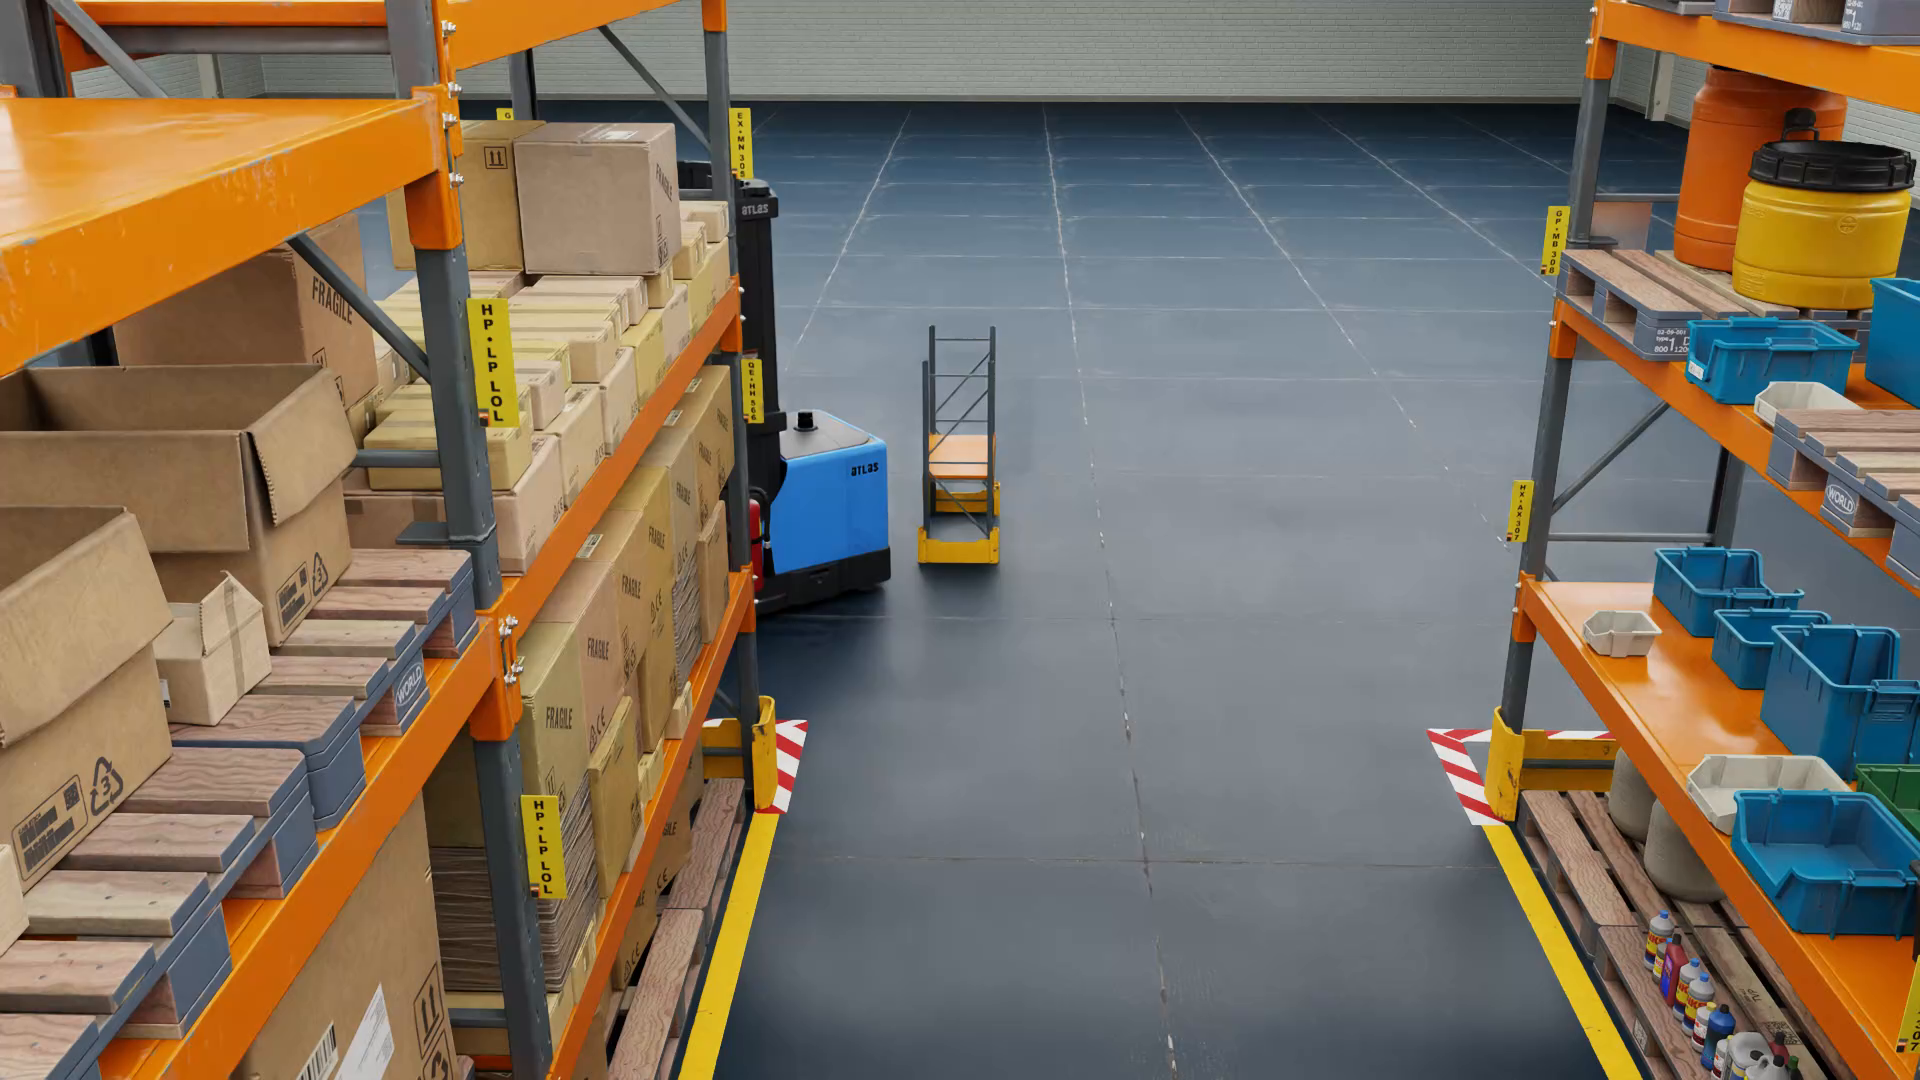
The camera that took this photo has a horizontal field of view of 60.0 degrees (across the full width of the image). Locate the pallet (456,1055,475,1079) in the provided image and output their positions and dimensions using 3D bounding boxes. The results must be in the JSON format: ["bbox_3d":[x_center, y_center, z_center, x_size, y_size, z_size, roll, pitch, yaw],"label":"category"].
[{"bbox_3d":[-1.872,1.749,4.140,1.003,0.211,1.213,1,21,2],"label":"pallet"}]

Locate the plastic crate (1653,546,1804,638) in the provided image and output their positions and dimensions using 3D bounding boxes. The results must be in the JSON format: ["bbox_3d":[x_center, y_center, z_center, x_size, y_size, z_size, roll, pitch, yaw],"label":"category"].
[{"bbox_3d":[3.653,0.246,7.953,0.499,0.251,0.616,1,21,2],"label":"plastic crate"}]

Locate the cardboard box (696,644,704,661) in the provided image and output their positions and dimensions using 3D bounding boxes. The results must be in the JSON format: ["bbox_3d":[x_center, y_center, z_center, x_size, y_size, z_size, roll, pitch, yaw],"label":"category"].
[{"bbox_3d":[-1.371,0.432,7.615,0.380,0.149,0.250,1,21,2],"label":"cardboard box"}]

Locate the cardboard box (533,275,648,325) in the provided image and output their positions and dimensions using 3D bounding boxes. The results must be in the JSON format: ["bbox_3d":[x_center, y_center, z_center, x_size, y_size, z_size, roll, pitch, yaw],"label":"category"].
[{"bbox_3d":[-1.380,-0.903,6.220,0.380,0.149,0.250,0,21,-1],"label":"cardboard box"}]

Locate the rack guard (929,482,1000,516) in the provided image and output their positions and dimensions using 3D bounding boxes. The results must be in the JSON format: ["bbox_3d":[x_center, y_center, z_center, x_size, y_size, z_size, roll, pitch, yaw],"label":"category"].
[{"bbox_3d":[0.017,-0.324,13.019,0.587,0.250,0.087,1,21,2],"label":"rack guard"}]

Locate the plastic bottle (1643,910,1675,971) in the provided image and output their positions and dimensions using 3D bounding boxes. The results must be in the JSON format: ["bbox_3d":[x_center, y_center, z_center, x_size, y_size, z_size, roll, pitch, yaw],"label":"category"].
[{"bbox_3d":[3.003,1.712,7.134,0.097,0.271,0.097,0,21,0],"label":"plastic bottle"}]

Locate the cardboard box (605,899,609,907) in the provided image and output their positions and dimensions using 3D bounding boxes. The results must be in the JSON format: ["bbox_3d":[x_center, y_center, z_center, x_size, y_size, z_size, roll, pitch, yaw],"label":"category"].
[{"bbox_3d":[-1.397,1.156,5.751,0.380,0.149,0.250,1,21,2],"label":"cardboard box"}]

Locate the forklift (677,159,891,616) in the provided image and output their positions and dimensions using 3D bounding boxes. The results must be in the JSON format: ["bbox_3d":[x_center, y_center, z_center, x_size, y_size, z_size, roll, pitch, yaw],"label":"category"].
[{"bbox_3d":[-1.992,-0.884,10.755,3.031,2.935,1.130,-14,25,-31],"label":"forklift"}]

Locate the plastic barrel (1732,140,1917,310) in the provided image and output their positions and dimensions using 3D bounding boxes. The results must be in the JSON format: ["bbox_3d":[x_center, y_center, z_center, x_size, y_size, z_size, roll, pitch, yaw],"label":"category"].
[{"bbox_3d":[3.462,-1.276,6.682,0.600,0.588,0.600,0,21,0],"label":"plastic barrel"}]

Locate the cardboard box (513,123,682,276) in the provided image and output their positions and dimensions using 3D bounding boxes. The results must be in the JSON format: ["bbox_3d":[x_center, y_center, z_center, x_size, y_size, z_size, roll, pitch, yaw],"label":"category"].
[{"bbox_3d":[-1.376,-1.315,6.385,0.500,0.500,0.500,1,21,2],"label":"cardboard box"}]

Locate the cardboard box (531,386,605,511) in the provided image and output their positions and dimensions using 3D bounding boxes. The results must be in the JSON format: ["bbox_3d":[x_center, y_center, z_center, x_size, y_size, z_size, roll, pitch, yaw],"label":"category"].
[{"bbox_3d":[-1.422,-0.295,5.204,0.500,0.250,0.500,0,21,1],"label":"cardboard box"}]

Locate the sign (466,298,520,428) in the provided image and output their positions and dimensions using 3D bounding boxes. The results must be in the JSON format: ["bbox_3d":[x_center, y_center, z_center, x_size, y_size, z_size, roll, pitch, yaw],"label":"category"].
[{"bbox_3d":[-1.148,-0.434,4.094,0.100,0.325,0.005,1,21,2],"label":"sign"}]

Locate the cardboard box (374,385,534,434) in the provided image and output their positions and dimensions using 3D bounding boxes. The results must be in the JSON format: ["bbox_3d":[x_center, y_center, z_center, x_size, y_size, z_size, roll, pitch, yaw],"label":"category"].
[{"bbox_3d":[-1.445,-0.341,4.770,0.380,0.149,0.250,0,21,-1],"label":"cardboard box"}]

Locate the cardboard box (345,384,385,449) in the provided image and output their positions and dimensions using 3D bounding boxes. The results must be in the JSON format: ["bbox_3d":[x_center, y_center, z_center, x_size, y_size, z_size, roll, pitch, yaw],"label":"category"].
[{"bbox_3d":[-1.883,-0.346,4.784,0.380,0.149,0.250,1,21,2],"label":"cardboard box"}]

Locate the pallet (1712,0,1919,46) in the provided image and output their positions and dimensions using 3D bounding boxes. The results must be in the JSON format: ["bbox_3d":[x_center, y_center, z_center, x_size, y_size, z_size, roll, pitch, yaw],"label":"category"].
[{"bbox_3d":[3.279,-1.824,5.603,1.003,0.211,1.213,1,21,2],"label":"pallet"}]

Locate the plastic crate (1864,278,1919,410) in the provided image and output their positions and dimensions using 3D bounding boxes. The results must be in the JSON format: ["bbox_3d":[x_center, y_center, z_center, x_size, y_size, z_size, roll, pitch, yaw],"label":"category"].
[{"bbox_3d":[3.612,-0.705,6.075,0.392,0.384,0.575,1,21,2],"label":"plastic crate"}]

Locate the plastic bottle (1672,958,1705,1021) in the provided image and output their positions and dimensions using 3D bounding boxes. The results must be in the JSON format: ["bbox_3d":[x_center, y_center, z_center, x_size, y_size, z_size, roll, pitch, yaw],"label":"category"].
[{"bbox_3d":[2.992,1.836,6.815,0.097,0.271,0.097,0,21,0],"label":"plastic bottle"}]

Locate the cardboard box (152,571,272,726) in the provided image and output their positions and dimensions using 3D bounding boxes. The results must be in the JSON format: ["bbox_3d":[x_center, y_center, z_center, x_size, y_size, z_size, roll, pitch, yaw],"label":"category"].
[{"bbox_3d":[-1.632,0.194,3.341,0.396,0.266,0.258,1,21,4],"label":"cardboard box"}]

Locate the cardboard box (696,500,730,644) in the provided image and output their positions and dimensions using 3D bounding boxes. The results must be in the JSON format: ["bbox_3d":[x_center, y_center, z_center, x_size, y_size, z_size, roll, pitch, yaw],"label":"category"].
[{"bbox_3d":[-1.521,0.134,7.488,0.875,0.500,0.500,1,21,2],"label":"cardboard box"}]

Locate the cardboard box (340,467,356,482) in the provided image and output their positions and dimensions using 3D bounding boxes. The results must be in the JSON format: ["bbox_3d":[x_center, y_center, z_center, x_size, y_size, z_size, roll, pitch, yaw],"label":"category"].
[{"bbox_3d":[-1.950,-0.112,4.730,0.500,0.250,0.500,1,21,4],"label":"cardboard box"}]

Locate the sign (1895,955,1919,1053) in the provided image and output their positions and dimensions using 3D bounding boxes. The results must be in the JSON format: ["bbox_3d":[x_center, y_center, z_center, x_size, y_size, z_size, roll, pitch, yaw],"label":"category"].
[{"bbox_3d":[2.698,1.300,4.649,0.100,0.325,0.005,1,21,2],"label":"sign"}]

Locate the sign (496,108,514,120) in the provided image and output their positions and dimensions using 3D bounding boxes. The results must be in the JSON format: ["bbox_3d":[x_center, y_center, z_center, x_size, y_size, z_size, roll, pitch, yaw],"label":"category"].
[{"bbox_3d":[-2.124,-1.873,7.856,0.100,0.325,0.005,1,21,2],"label":"sign"}]

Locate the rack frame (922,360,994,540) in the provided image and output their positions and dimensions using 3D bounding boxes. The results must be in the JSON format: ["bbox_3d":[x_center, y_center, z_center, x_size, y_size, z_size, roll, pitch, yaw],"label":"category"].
[{"bbox_3d":[-0.013,-0.546,11.863,0.500,1.500,0.032,1,21,2],"label":"rack frame"}]

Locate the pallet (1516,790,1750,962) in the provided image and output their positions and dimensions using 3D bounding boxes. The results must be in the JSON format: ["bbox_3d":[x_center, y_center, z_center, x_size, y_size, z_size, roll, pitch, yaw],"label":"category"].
[{"bbox_3d":[3.384,1.615,8.076,1.003,0.211,1.213,1,21,2],"label":"pallet"}]

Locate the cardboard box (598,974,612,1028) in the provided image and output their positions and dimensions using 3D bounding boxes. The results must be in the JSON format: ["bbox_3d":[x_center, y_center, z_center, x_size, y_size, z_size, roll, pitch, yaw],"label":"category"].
[{"bbox_3d":[-1.701,1.777,6.676,0.500,0.500,0.500,-1,21,-3],"label":"cardboard box"}]

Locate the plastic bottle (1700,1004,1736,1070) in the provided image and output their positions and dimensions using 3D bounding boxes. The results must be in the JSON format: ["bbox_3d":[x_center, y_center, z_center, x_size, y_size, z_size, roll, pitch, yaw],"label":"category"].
[{"bbox_3d":[2.983,1.945,6.533,0.097,0.271,0.097,0,21,0],"label":"plastic bottle"}]

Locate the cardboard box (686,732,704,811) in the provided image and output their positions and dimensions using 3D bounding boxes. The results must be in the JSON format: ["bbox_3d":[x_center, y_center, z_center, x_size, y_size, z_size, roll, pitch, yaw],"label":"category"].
[{"bbox_3d":[-1.617,1.134,8.336,0.500,0.500,0.500,5,22,12],"label":"cardboard box"}]

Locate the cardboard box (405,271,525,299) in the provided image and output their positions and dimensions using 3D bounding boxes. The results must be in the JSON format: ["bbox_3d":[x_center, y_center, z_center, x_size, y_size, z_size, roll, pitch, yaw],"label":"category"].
[{"bbox_3d":[-1.856,-0.918,6.259,0.380,0.149,0.250,0,21,1],"label":"cardboard box"}]

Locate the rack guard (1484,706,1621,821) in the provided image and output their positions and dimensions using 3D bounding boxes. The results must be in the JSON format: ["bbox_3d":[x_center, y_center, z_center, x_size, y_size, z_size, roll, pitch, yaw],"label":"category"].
[{"bbox_3d":[3.414,1.186,8.781,1.175,0.500,0.348,1,21,2],"label":"rack guard"}]

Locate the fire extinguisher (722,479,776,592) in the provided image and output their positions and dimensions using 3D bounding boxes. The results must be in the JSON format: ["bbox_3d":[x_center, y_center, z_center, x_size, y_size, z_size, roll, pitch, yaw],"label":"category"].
[{"bbox_3d":[-1.117,-0.062,8.649,0.296,0.674,0.183,1,21,2],"label":"fire extinguisher"}]

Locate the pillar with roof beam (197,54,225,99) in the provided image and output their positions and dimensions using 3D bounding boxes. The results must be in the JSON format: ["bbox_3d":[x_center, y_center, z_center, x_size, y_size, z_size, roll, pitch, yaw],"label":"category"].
[{"bbox_3d":[-12.155,-13.579,35.084,9.100,9.000,0.400,1,21,2],"label":"pillar with roof beam"}]

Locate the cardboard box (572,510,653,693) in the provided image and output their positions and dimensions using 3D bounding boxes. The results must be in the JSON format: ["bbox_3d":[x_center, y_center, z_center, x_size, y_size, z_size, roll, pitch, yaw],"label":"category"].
[{"bbox_3d":[-1.406,0.212,5.905,0.500,0.500,0.500,1,21,2],"label":"cardboard box"}]

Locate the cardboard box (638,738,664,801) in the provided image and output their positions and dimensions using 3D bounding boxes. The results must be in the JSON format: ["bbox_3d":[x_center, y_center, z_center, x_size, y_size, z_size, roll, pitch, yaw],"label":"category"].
[{"bbox_3d":[-1.364,0.885,6.449,0.380,0.149,0.250,1,21,2],"label":"cardboard box"}]

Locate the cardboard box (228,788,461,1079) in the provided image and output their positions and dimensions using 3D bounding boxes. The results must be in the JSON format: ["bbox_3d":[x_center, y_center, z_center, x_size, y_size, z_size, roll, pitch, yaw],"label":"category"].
[{"bbox_3d":[-1.867,1.195,3.893,1.000,1.000,1.000,1,21,2],"label":"cardboard box"}]

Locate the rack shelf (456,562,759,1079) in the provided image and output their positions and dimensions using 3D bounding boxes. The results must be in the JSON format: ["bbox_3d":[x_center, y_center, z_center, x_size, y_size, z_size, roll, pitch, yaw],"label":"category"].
[{"bbox_3d":[-1.642,0.997,6.808,1.077,0.370,4.000,1,21,2],"label":"rack shelf"}]

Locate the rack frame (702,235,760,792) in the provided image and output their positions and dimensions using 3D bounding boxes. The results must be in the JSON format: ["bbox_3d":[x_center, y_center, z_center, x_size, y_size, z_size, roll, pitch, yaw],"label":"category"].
[{"bbox_3d":[-1.581,-0.062,8.541,1.000,3.000,0.127,1,21,2],"label":"rack frame"}]

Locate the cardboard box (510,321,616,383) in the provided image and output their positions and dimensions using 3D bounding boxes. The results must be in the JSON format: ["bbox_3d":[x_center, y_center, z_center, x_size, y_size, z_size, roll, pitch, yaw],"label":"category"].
[{"bbox_3d":[-1.356,-0.623,5.498,0.380,0.149,0.250,0,21,1],"label":"cardboard box"}]

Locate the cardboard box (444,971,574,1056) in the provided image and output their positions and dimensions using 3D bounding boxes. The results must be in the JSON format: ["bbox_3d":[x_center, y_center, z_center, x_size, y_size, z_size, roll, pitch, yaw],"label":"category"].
[{"bbox_3d":[-1.396,1.427,5.051,0.380,0.149,0.250,1,21,2],"label":"cardboard box"}]

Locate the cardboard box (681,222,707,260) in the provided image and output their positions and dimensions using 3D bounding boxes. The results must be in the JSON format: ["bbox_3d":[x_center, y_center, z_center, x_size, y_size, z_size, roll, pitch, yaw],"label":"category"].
[{"bbox_3d":[-1.302,-1.279,7.189,0.380,0.149,0.250,0,21,-1],"label":"cardboard box"}]

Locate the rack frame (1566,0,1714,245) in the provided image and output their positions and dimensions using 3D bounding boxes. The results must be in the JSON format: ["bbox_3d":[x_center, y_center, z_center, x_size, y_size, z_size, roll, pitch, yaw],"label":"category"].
[{"bbox_3d":[3.369,-2.804,7.316,1.000,3.000,0.127,1,21,2],"label":"rack frame"}]

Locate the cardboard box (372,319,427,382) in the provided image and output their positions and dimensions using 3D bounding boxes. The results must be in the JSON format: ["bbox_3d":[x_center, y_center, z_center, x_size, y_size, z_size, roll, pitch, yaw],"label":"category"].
[{"bbox_3d":[-1.897,-0.630,5.516,0.380,0.149,0.250,1,21,4],"label":"cardboard box"}]

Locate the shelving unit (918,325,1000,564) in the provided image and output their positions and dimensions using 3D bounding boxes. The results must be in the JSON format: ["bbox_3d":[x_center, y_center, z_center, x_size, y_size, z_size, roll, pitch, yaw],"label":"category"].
[{"bbox_3d":[0.002,-0.727,12.329,0.587,1.500,1.083,1,21,2],"label":"shelving unit"}]

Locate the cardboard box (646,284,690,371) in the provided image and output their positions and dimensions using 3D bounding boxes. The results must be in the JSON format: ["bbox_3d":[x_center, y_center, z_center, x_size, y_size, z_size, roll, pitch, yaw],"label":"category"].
[{"bbox_3d":[-1.378,-0.847,6.627,0.500,0.250,0.500,1,21,3],"label":"cardboard box"}]

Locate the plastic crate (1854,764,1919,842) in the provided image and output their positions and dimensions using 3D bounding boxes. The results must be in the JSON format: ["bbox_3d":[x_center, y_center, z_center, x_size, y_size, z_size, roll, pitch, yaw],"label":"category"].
[{"bbox_3d":[3.571,1.050,5.969,0.450,0.188,0.662,1,21,2],"label":"plastic crate"}]

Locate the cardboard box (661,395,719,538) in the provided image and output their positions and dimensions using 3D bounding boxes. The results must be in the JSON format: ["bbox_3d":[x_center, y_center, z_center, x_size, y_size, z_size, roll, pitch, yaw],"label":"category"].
[{"bbox_3d":[-1.361,-0.331,7.303,0.500,0.500,0.500,1,21,2],"label":"cardboard box"}]

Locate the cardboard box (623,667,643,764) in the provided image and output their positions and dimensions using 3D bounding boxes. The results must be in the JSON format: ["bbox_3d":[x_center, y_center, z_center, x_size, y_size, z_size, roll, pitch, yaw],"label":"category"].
[{"bbox_3d":[-1.663,0.675,6.093,0.875,0.500,0.500,1,21,2],"label":"cardboard box"}]

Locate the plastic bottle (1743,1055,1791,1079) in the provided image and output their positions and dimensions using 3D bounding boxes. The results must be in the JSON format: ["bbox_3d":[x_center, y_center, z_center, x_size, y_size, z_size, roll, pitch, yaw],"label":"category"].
[{"bbox_3d":[2.995,2.047,6.161,0.144,0.351,0.185,1,21,1],"label":"plastic bottle"}]

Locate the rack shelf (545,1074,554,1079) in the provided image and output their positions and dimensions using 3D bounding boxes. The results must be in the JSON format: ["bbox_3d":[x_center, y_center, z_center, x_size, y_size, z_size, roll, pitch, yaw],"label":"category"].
[{"bbox_3d":[-1.764,2.443,3.080,1.077,0.370,4.000,1,21,2],"label":"rack shelf"}]

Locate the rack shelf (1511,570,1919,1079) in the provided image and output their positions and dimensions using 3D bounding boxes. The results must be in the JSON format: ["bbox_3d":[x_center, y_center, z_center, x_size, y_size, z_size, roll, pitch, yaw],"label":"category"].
[{"bbox_3d":[3.308,1.051,6.667,1.077,0.370,4.000,1,21,2],"label":"rack shelf"}]
